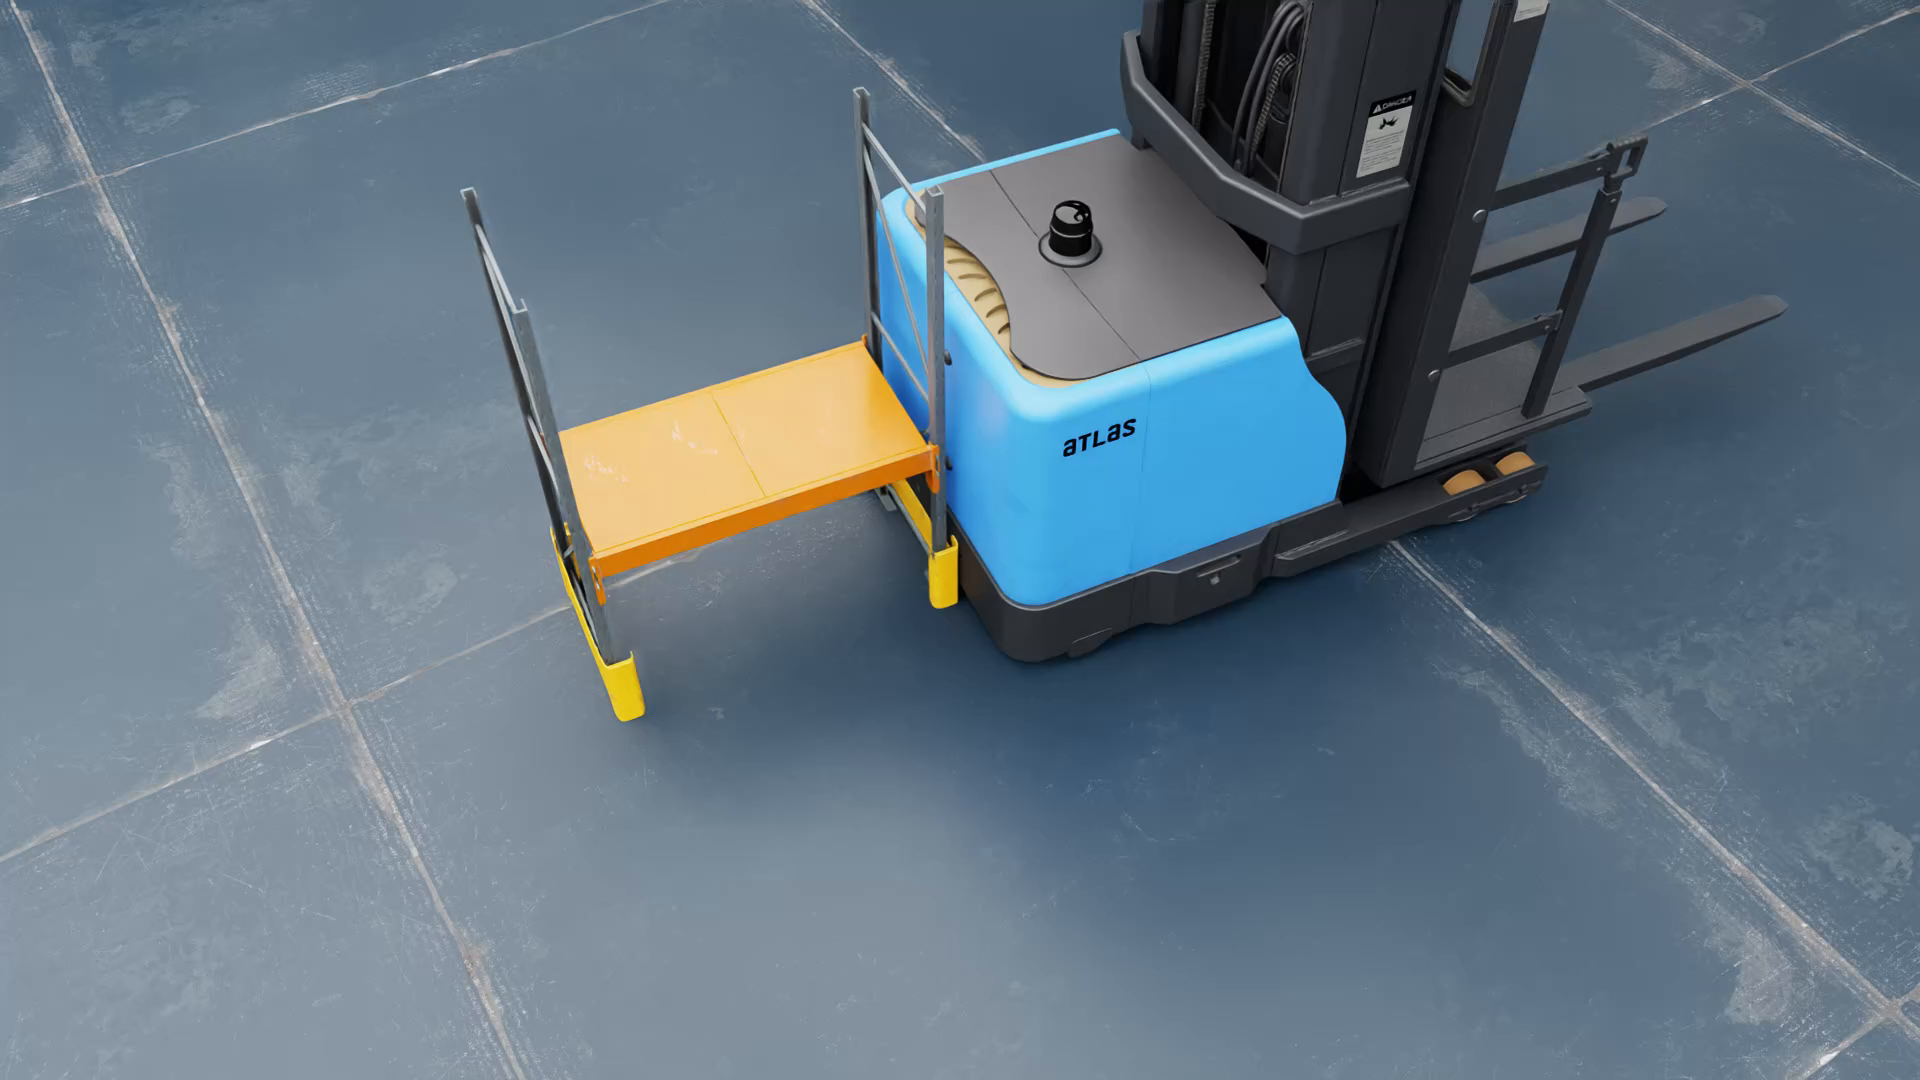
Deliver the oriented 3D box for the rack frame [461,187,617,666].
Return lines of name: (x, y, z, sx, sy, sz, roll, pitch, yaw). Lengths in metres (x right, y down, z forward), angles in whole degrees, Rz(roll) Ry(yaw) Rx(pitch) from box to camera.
rack frame: (-1.080, -0.177, 4.403, 0.032, 1.500, 0.500, -19, 51, -16)

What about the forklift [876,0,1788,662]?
forklift: (1.309, -1.375, 4.512, 3.031, 2.935, 1.130, -19, 51, -16)

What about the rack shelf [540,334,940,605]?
rack shelf: (-0.619, -0.217, 4.679, 1.000, 0.185, 0.538, -19, 51, -16)

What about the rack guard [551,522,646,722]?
rack guard: (-1.063, 0.233, 4.875, 0.087, 0.250, 0.587, -19, 51, -16)

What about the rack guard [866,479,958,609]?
rack guard: (-0.159, -0.080, 5.153, 0.087, 0.250, 0.587, -19, 51, -16)

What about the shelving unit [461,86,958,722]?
shelving unit: (-0.611, -0.339, 4.548, 1.083, 1.500, 0.587, -19, 51, -16)

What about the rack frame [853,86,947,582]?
rack frame: (-0.157, -0.496, 4.687, 0.032, 1.500, 0.500, -19, 51, -16)
